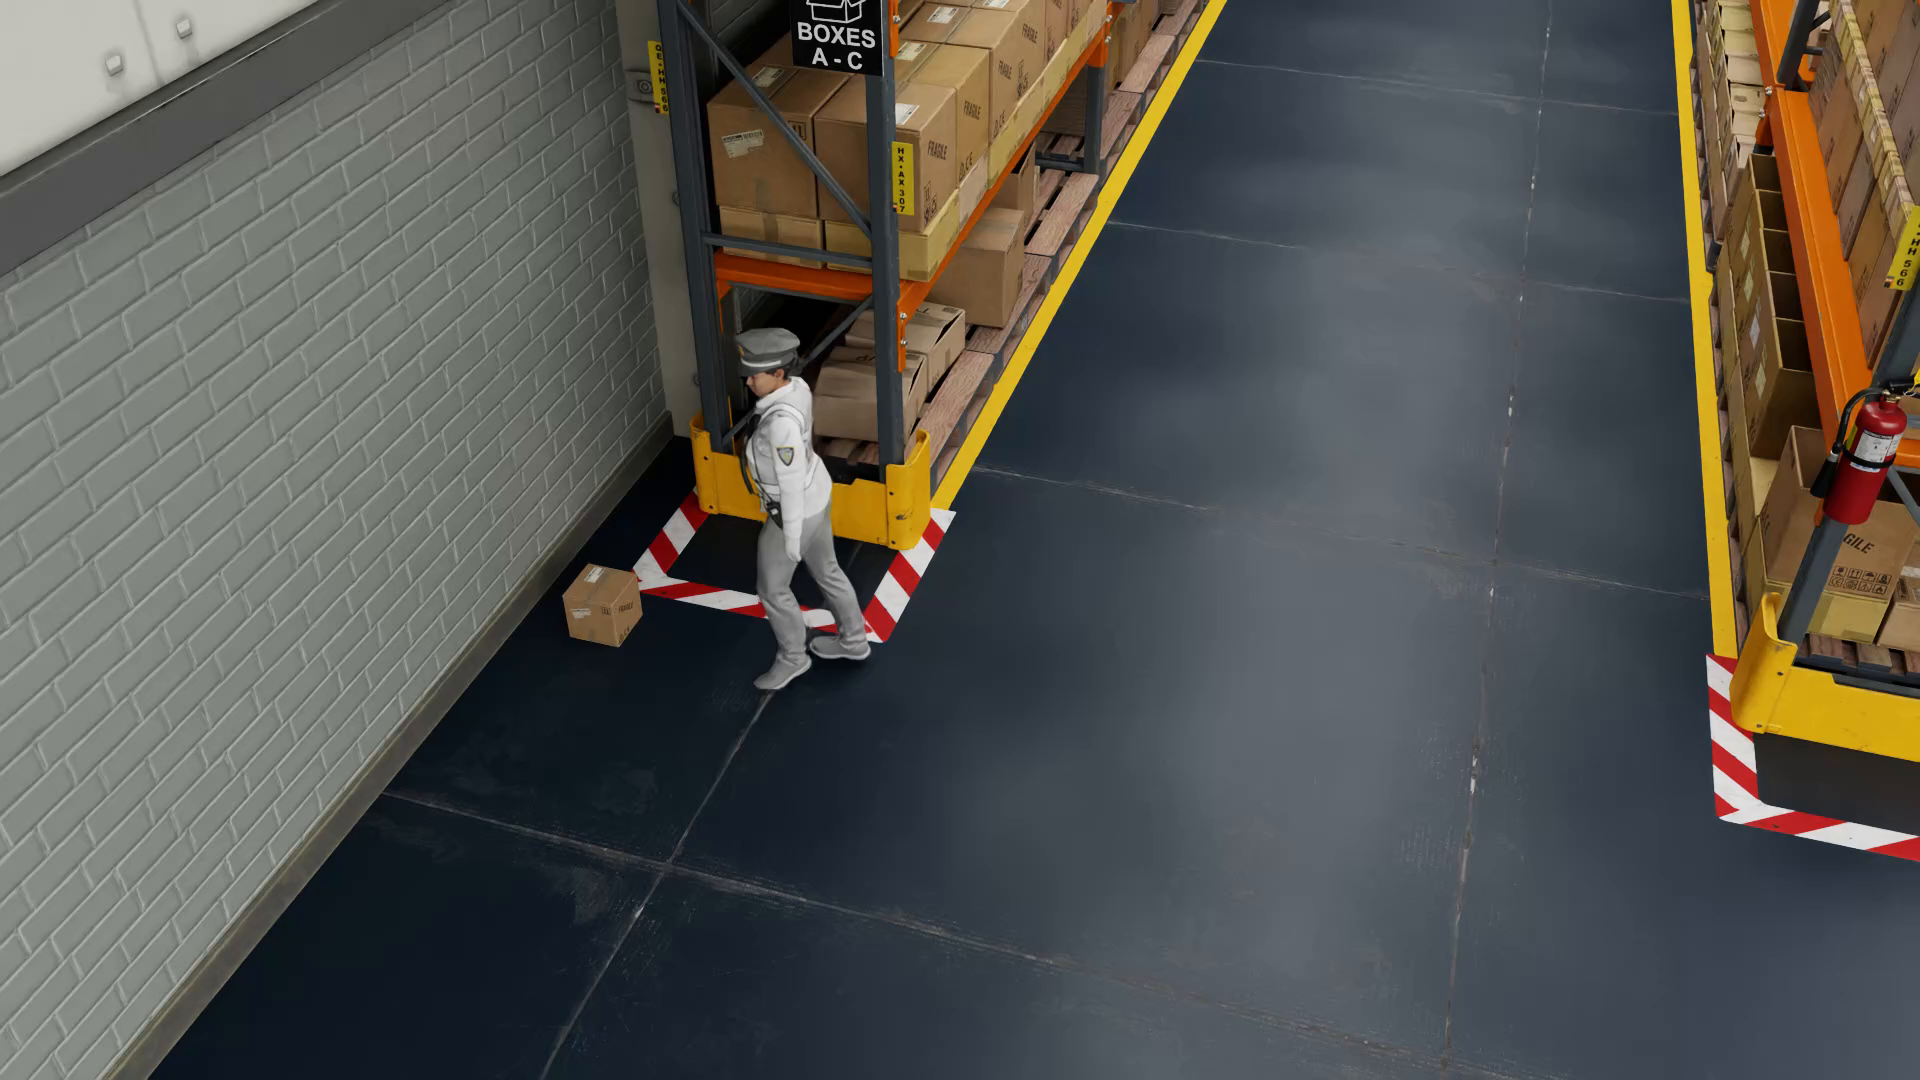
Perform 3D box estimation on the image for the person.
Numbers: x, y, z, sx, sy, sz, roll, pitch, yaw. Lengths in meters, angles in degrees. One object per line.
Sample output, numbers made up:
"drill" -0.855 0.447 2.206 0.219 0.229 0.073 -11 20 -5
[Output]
"person" -0.654 -0.108 7.049 0.504 1.713 0.509 4 37 6
